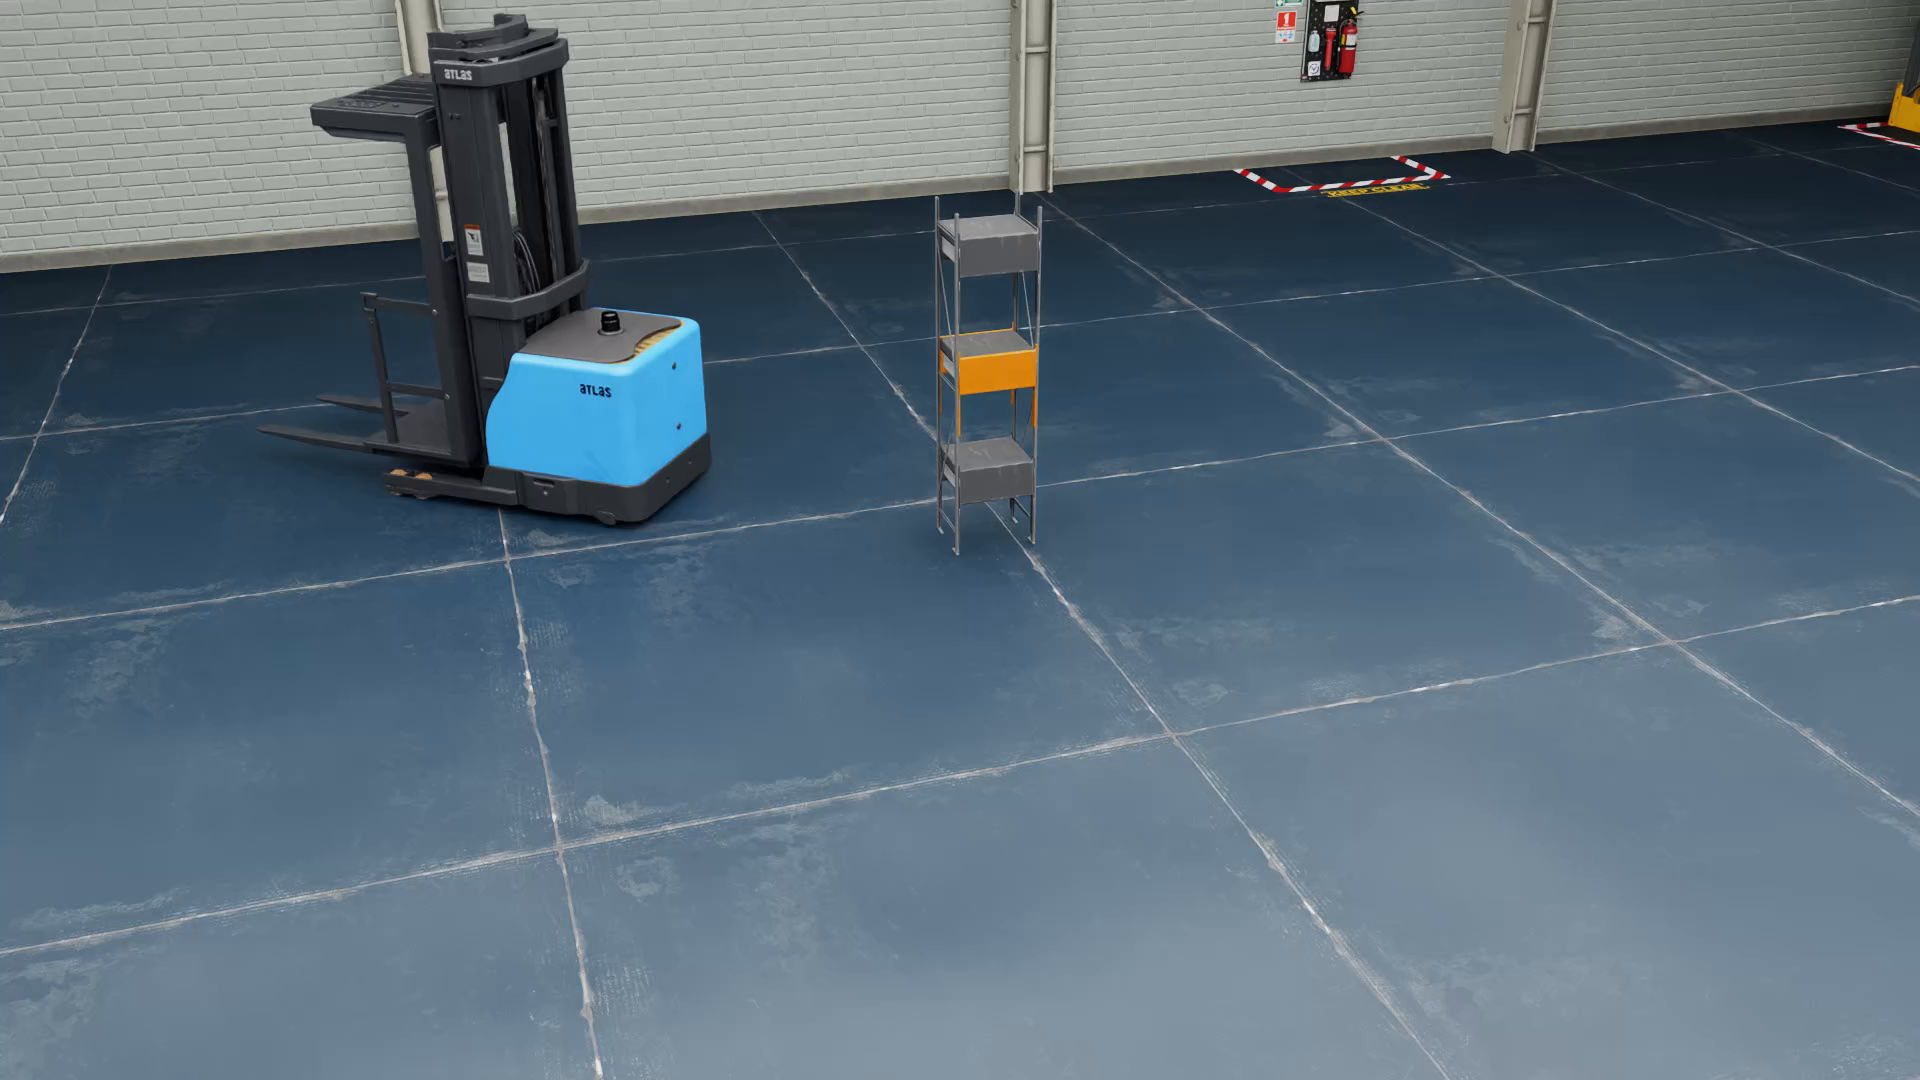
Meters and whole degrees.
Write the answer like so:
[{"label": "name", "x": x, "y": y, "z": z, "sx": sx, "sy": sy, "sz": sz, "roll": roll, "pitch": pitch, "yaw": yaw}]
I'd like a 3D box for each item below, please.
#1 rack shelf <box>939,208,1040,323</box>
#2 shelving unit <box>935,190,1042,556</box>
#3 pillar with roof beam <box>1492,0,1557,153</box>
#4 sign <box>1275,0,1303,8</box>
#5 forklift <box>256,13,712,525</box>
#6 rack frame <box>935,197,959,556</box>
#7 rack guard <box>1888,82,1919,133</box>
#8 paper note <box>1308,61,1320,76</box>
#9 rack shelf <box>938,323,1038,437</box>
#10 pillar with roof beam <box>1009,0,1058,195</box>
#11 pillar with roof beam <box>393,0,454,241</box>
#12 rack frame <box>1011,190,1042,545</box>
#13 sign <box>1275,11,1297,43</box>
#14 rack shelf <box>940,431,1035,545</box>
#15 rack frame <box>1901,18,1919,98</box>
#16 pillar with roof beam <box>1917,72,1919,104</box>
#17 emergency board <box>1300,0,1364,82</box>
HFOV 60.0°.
[{"label": "rack shelf", "x": 0.157, "y": -1.578, "z": 9.524, "sx": 0.480, "sy": 0.518, "sz": 0.431, "roll": -8, "pitch": 28, "yaw": -16}, {"label": "shelving unit", "x": 0.157, "y": -0.963, "z": 9.829, "sx": 0.503, "sy": 2.100, "sz": 0.431, "roll": -8, "pitch": 28, "yaw": -16}, {"label": "pillar with roof beam", "x": 7.795, "y": -6.783, "z": 13.793, "sx": 0.400, "sy": 9.000, "sz": 9.100, "roll": -8, "pitch": 28, "yaw": -16}, {"label": "sign", "x": 3.550, "y": -5.810, "z": 17.943, "sx": 0.331, "sy": 0.109, "sz": 0.001, "roll": -8, "pitch": 28, "yaw": -16}, {"label": "forklift", "x": -3.234, "y": -1.787, "z": 10.554, "sx": 3.031, "sy": 2.935, "sz": 1.130, "roll": 9, "pitch": 28, "yaw": 17}, {"label": "rack frame", "x": -0.075, "y": -0.930, "z": 9.761, "sx": 0.015, "sy": 2.100, "sz": 0.400, "roll": -8, "pitch": 28, "yaw": -16}, {"label": "rack guard", "x": 11.841, "y": -5.171, "z": 20.104, "sx": 0.348, "sy": 0.500, "sz": 1.175, "roll": -8, "pitch": 28, "yaw": -16}, {"label": "paper note", "x": 3.910, "y": -5.202, "z": 18.346, "sx": 0.142, "sy": 0.148, "sz": 0.016, "roll": -8, "pitch": 28, "yaw": -16}, {"label": "rack shelf", "x": 0.157, "y": -0.951, "z": 9.835, "sx": 0.480, "sy": 0.518, "sz": 0.431, "roll": -8, "pitch": 28, "yaw": -16}, {"label": "pillar with roof beam", "x": 2.090, "y": -5.957, "z": 12.129, "sx": 0.400, "sy": 9.000, "sz": 9.100, "roll": -8, "pitch": 28, "yaw": -16}, {"label": "pillar with roof beam", "x": -3.615, "y": -5.131, "z": 10.465, "sx": 0.400, "sy": 9.000, "sz": 9.100, "roll": -8, "pitch": 28, "yaw": -16}, {"label": "rack frame", "x": 0.389, "y": -0.997, "z": 9.897, "sx": 0.015, "sy": 2.100, "sz": 0.400, "roll": -8, "pitch": 28, "yaw": -16}, {"label": "sign", "x": 3.542, "y": -5.575, "z": 18.067, "sx": 0.234, "sy": 0.329, "sz": 0.001, "roll": -8, "pitch": 28, "yaw": -16}, {"label": "rack shelf", "x": 0.157, "y": -0.324, "z": 10.146, "sx": 0.480, "sy": 0.518, "sz": 0.431, "roll": -8, "pitch": 28, "yaw": -16}, {"label": "rack frame", "x": 11.769, "y": -6.280, "z": 19.527, "sx": 0.127, "sy": 3.000, "sz": 1.000, "roll": -8, "pitch": 28, "yaw": -16}, {"label": "pillar with roof beam", "x": 13.500, "y": -7.609, "z": 15.457, "sx": 0.400, "sy": 9.000, "sz": 9.100, "roll": -8, "pitch": 28, "yaw": -16}, {"label": "emergency board", "x": 4.100, "y": -5.592, "z": 18.141, "sx": 0.643, "sy": 1.169, "sz": 0.194, "roll": -8, "pitch": 28, "yaw": -16}]
